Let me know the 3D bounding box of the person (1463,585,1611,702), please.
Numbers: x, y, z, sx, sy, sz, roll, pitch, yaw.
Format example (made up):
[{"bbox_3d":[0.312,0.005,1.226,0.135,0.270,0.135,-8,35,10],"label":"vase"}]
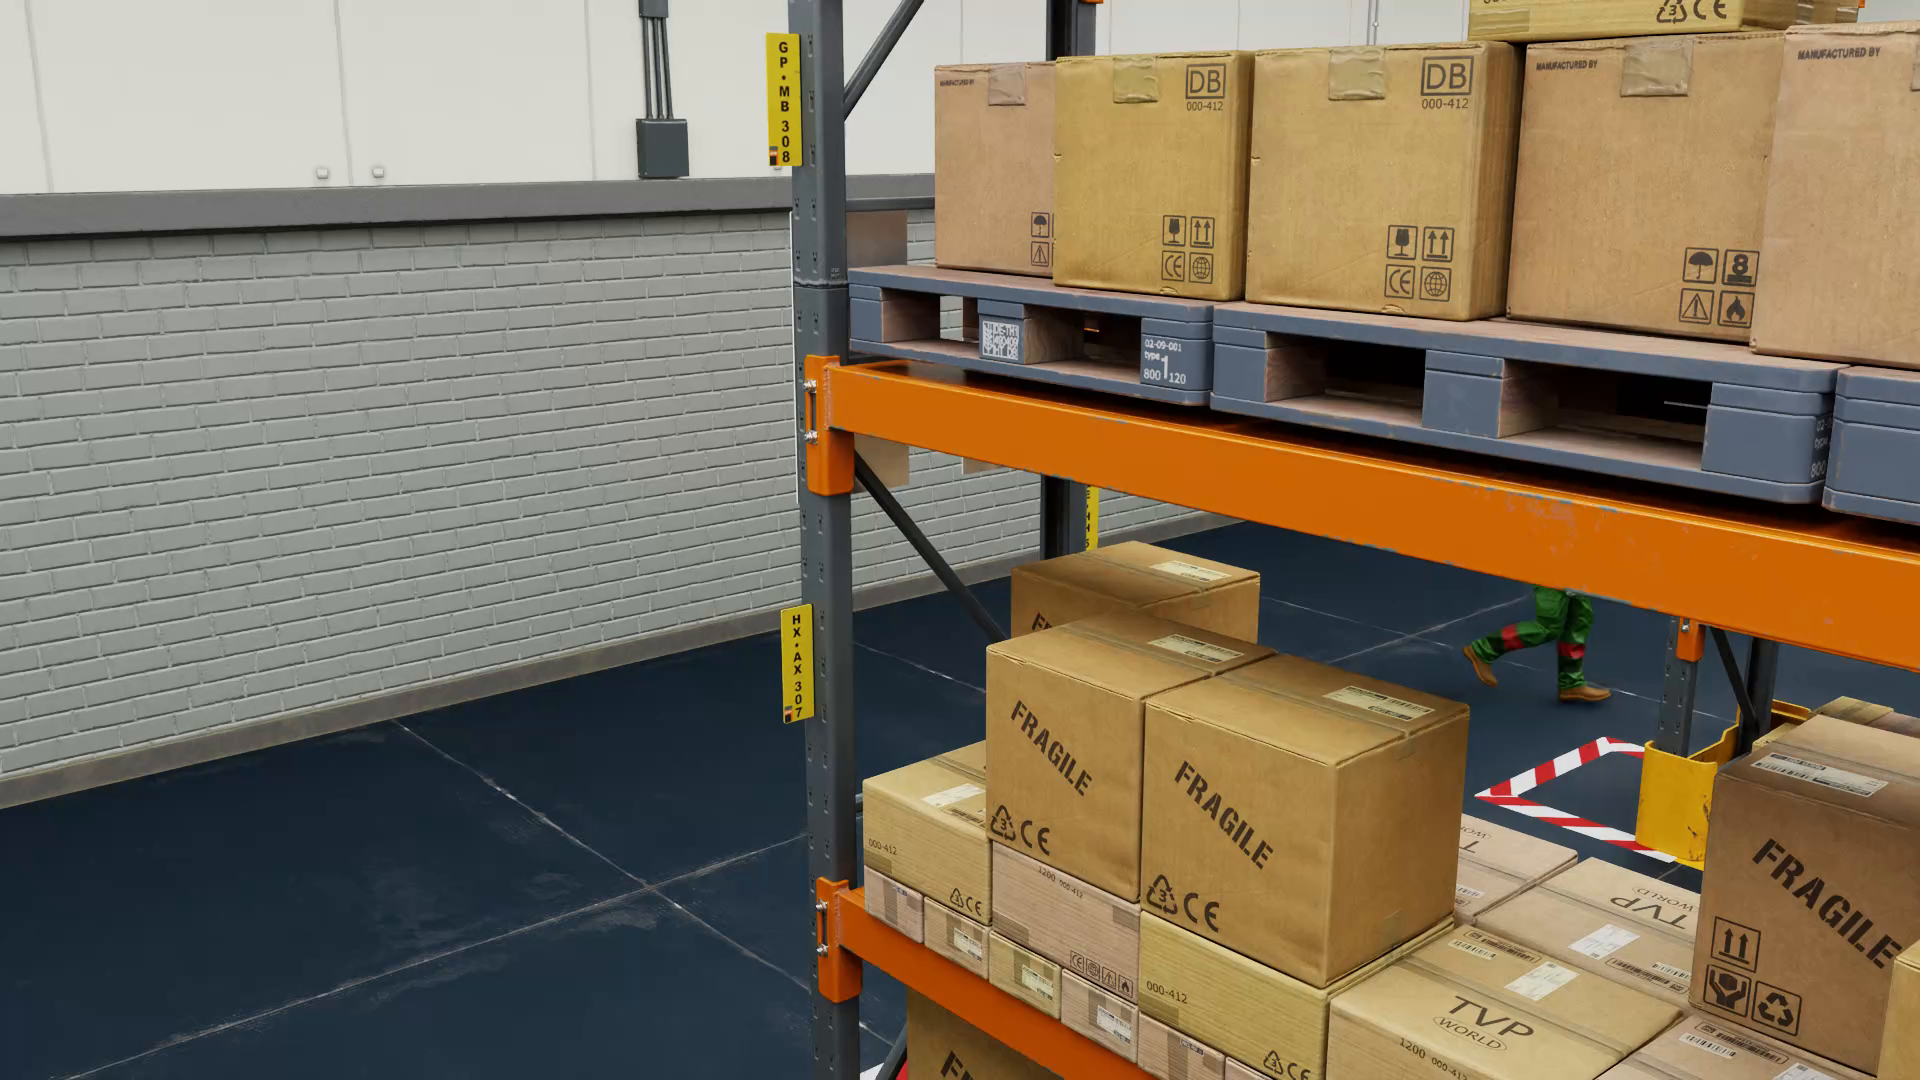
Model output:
[{"bbox_3d":[3.512,0.112,9.956,0.862,1.763,0.531,6,15,24],"label":"person"}]
